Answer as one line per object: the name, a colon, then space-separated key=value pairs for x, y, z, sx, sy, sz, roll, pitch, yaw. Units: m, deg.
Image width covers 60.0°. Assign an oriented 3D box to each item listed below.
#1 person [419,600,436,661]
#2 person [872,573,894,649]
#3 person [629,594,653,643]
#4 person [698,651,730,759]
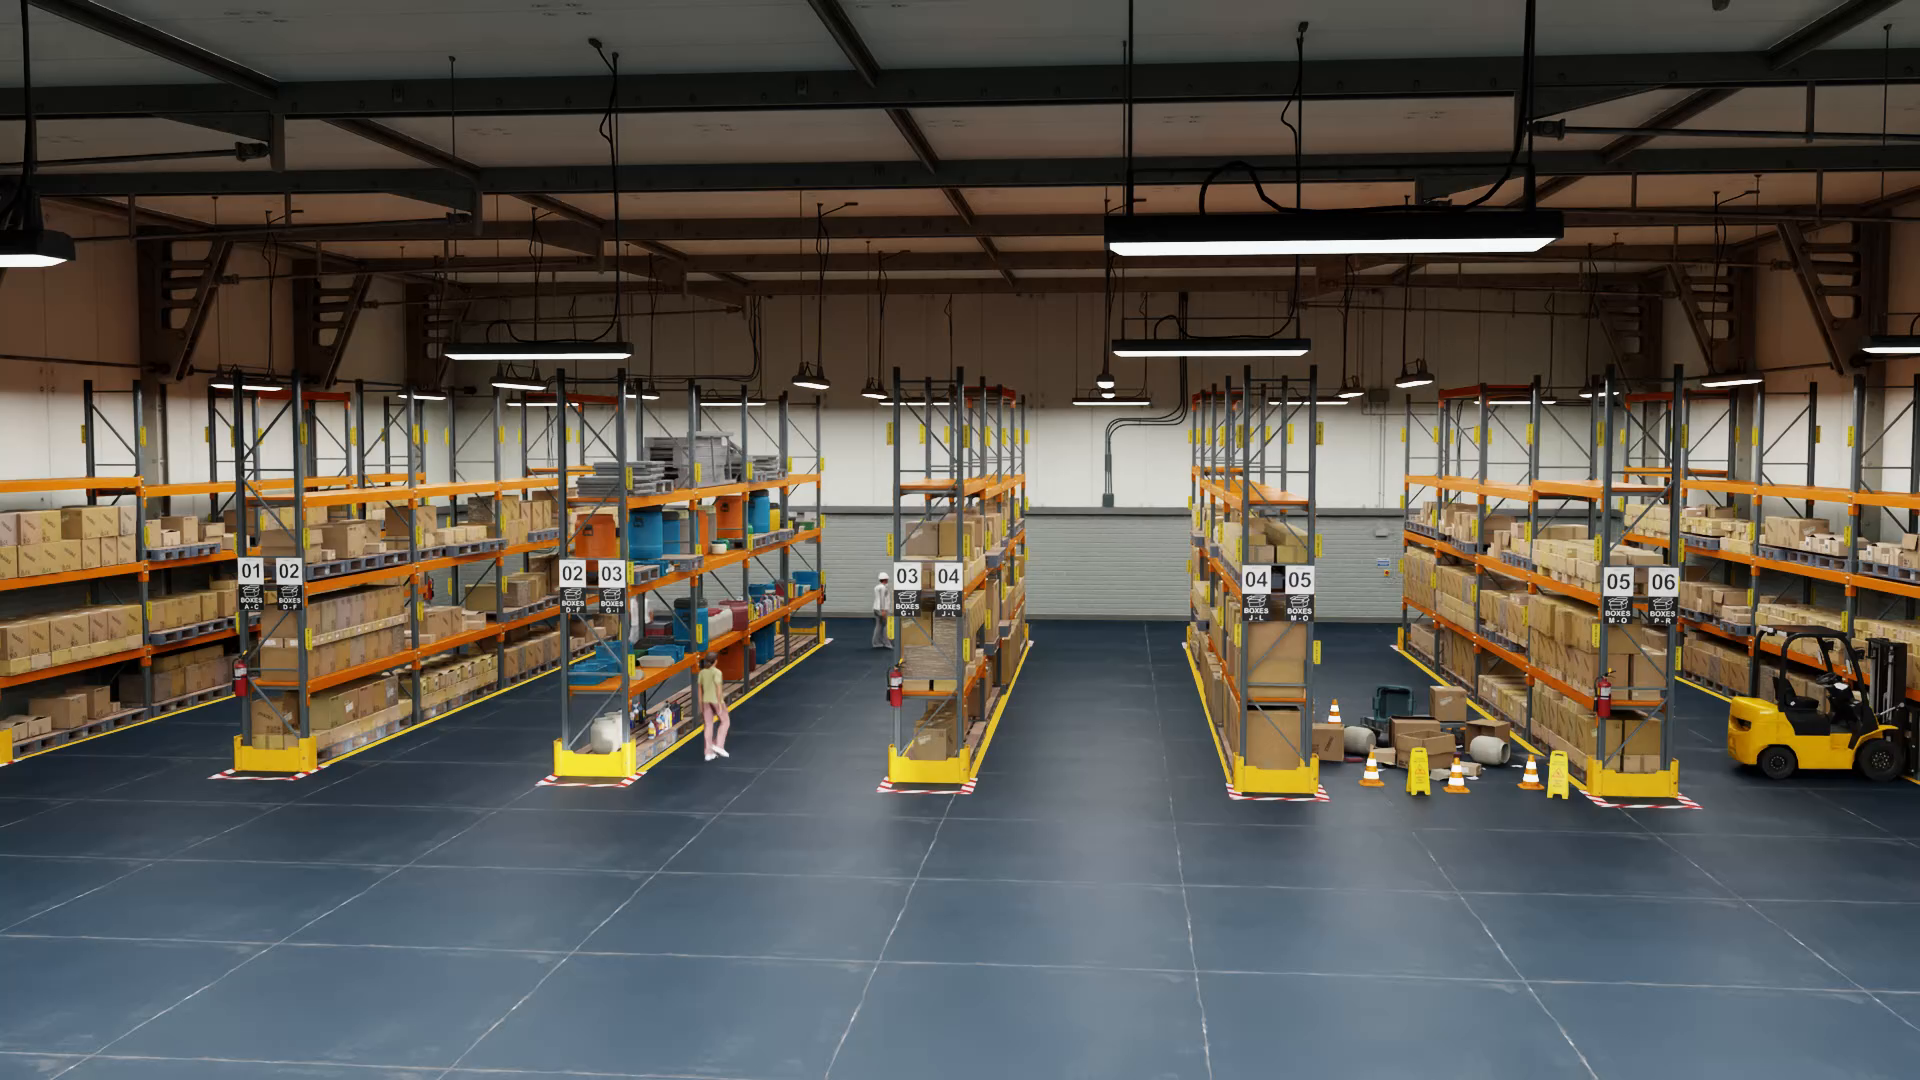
person: x=-10.999 y=2.053 z=34.324 sx=0.586 sy=1.662 sz=0.517 roll=0 pitch=4 yaw=-5
person: x=-1.825 y=1.679 z=39.405 sx=0.540 sy=1.812 sz=0.588 roll=-1 pitch=4 yaw=-22
person: x=-6.995 y=1.862 z=36.157 sx=0.684 sy=1.720 sz=1.039 roll=0 pitch=4 yaw=7
person: x=-3.855 y=2.557 z=25.812 sx=0.480 sy=1.652 sz=0.514 roll=1 pitch=4 yaw=15
